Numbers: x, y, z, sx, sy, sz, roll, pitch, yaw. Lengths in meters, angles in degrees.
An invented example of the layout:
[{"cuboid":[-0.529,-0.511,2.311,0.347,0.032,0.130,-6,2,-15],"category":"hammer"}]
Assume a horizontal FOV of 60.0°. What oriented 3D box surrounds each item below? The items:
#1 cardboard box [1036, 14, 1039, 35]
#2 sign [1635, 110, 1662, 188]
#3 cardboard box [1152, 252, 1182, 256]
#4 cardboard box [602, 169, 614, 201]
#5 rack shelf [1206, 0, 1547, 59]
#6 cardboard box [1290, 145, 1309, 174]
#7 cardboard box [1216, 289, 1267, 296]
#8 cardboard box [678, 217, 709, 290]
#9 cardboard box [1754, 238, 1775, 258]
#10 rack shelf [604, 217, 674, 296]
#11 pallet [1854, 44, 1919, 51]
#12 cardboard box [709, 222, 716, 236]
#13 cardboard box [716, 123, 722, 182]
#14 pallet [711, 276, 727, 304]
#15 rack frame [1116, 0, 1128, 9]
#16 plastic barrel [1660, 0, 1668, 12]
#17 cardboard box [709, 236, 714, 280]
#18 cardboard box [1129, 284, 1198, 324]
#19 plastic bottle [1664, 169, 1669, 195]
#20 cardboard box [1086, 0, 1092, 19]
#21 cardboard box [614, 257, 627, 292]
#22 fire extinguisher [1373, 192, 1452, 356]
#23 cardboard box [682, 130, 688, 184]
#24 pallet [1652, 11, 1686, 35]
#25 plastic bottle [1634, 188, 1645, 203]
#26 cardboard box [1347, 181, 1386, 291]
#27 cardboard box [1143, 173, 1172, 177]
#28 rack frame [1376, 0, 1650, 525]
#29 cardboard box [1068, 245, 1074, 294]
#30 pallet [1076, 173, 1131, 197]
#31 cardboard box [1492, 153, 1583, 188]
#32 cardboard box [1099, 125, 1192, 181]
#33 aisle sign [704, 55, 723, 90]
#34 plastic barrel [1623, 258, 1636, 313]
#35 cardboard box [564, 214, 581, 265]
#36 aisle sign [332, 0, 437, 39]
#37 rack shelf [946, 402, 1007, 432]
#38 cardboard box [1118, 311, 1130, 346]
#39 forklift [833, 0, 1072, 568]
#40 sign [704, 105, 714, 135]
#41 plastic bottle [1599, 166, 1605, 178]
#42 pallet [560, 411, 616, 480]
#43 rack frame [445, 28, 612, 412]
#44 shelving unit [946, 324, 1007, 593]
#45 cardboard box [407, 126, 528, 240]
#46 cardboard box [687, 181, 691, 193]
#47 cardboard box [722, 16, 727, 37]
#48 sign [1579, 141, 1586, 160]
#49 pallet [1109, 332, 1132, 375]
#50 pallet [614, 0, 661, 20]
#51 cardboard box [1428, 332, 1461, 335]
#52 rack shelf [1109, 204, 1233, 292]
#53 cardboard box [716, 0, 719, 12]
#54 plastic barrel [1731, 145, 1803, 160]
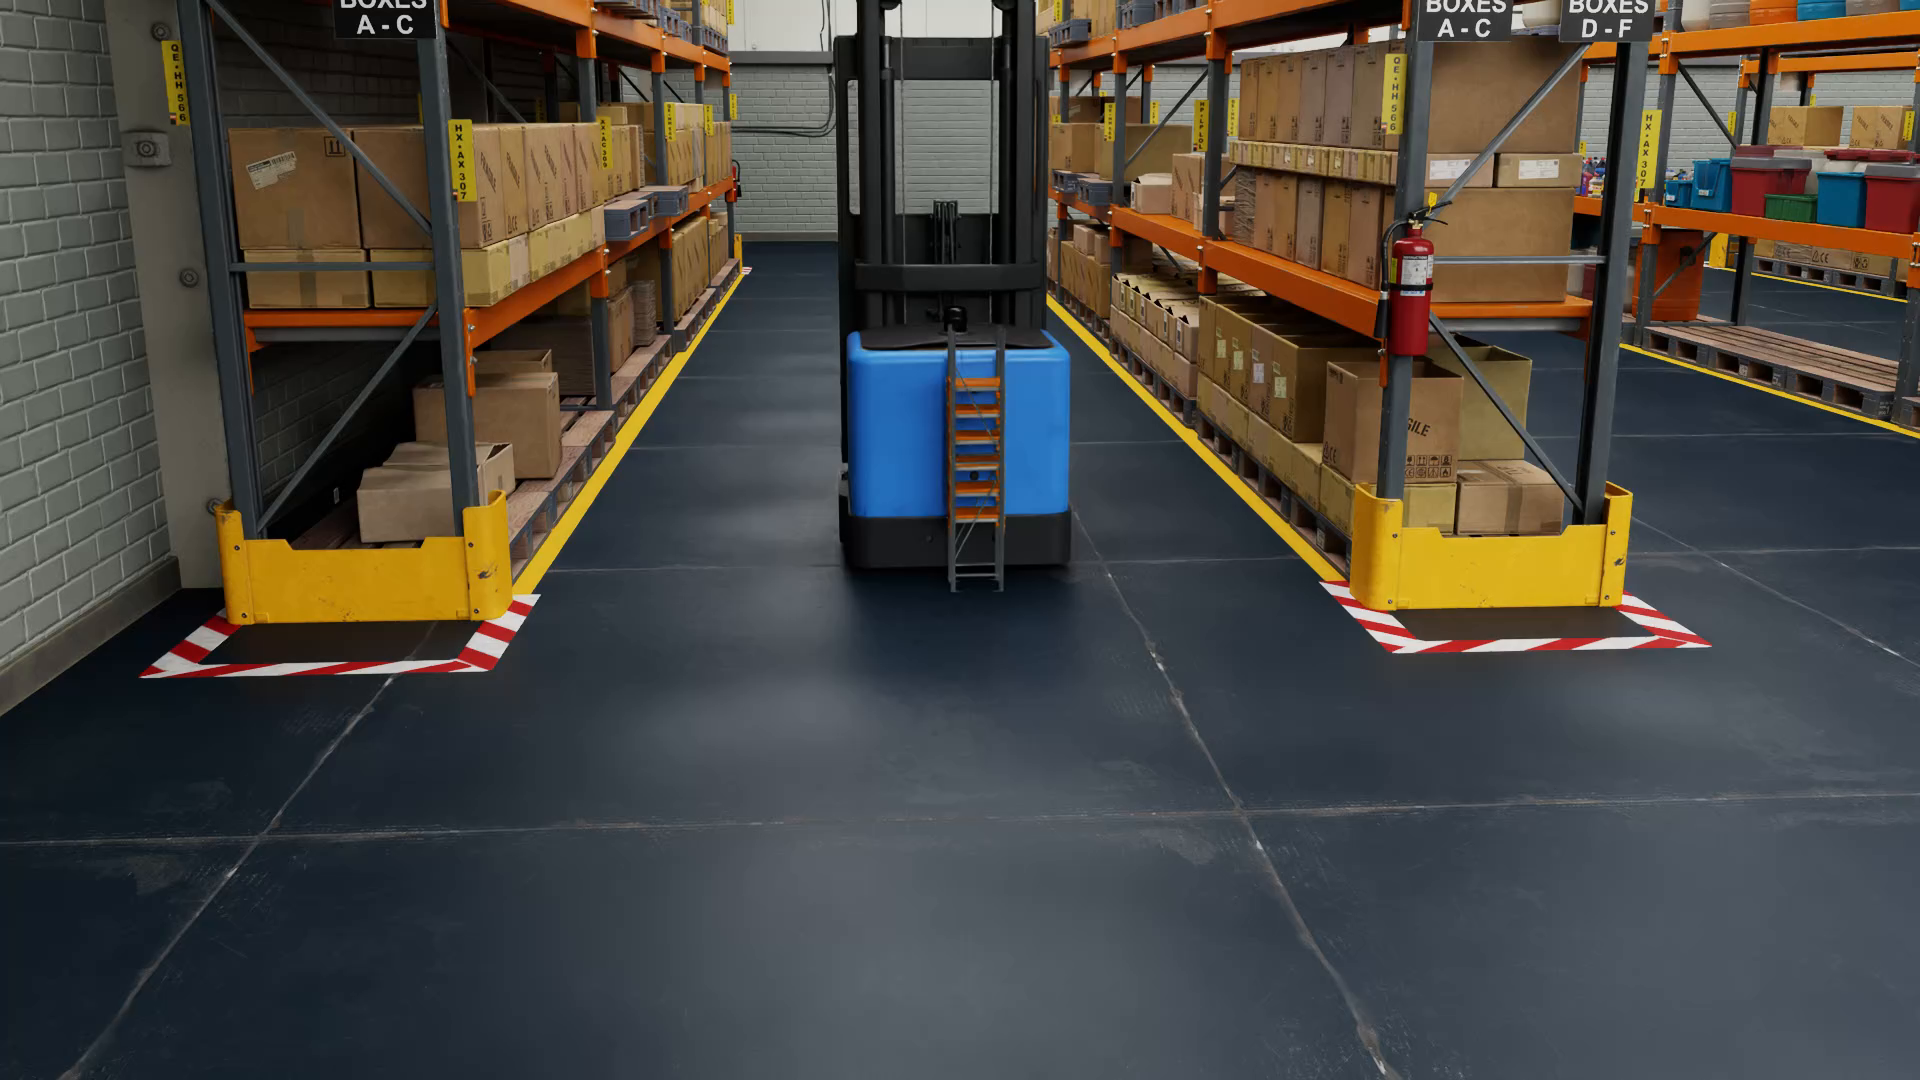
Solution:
[{"cuboid":[1.209,-6.420,20.738,0.500,0.250,0.500,-1,14,-3],"category":"cardboard box"},{"cuboid":[2.921,-1.664,7.078,0.100,0.325,0.005,-1,14,-3],"category":"sign"},{"cuboid":[2.027,-2.694,17.110,0.500,0.500,0.500,-1,14,-5],"category":"cardboard box"},{"cuboid":[-2.850,-2.645,11.701,0.700,0.500,0.500,1,14,2],"category":"cardboard box"},{"cuboid":[2.243,-2.801,8.818,1.077,0.370,4.000,-1,14,-3],"category":"rack shelf"},{"cuboid":[2.042,-2.102,9.173,0.380,0.149,0.250,-1,14,-4],"category":"cardboard box"},{"cuboid":[2.246,-1.827,13.156,0.500,0.311,0.500,0,14,-2],"category":"cardboard box"},{"cuboid":[-3.151,-3.109,18.062,0.750,0.750,0.750,-1,14,-3],"category":"cardboard box"},{"cuboid":[11.383,-4.347,22.823,0.875,0.875,0.875,-1,14,-3],"category":"cardboard box"},{"cuboid":[-2.949,-2.266,12.757,1.077,0.370,4.000,-1,14,-3],"category":"rack shelf"},{"cuboid":[11.471,-5.949,19.787,1.003,0.211,1.213,-1,14,-3],"category":"pallet"},{"cuboid":[-3.104,-3.689,19.716,0.380,0.149,0.250,0,14,-2],"category":"cardboard box"},{"cuboid":[-3.433,-4.749,20.363,0.980,0.700,0.700,-2,15,-6],"category":"cardboard box"},{"cuboid":[-3.290,-2.946,19.554,1.003,0.211,1.213,-1,14,-3],"category":"pallet"},{"cuboid":[1.871,-6.094,14.154,1.000,3.000,0.127,-1,14,-3],"category":"rack frame"},{"cuboid":[6.783,-5.270,15.264,0.600,0.830,0.708,-1,14,-3],"category":"plastic barrel"},{"cuboid":[-3.265,-3.287,19.455,0.700,0.500,0.500,-1,14,-3],"category":"cardboard box"},{"cuboid":[1.681,-1.940,13.597,0.500,0.311,0.500,-1,14,-5],"category":"cardboard box"},{"cuboid":[7.074,-3.574,16.656,0.097,0.271,0.097,0,14,0],"category":"plastic bottle"},{"cuboid":[1.645,-5.645,17.181,0.600,0.600,0.600,-1,14,-4],"category":"cardboard box"},{"cuboid":[-3.003,-2.156,13.516,0.500,0.250,0.500,-1,14,-2],"category":"cardboard box"},{"cuboid":[1.911,-1.125,7.036,0.296,0.674,0.183,-1,14,-3],"category":"fire extinguisher"},{"cuboid":[-2.900,-3.692,16.020,0.500,0.500,0.500,-1,14,-4],"category":"cardboard box"},{"cuboid":[6.865,-4.818,15.590,1.003,0.211,1.213,-1,14,-3],"category":"pallet"},{"cuboid":[6.364,-3.302,15.575,0.061,0.283,0.133,-1,14,-3],"category":"plastic bottle"},{"cuboid":[2.313,-1.495,8.115,0.700,0.500,0.500,-1,14,-2],"category":"cardboard box"},{"cuboid":[1.850,-3.055,14.558,0.500,0.311,0.500,0,14,0],"category":"cardboard box"},{"cuboid":[2.367,-1.199,7.169,1.000,3.000,0.127,-1,14,-3],"category":"rack frame"},{"cuboid":[1.454,-2.930,18.027,0.500,0.500,0.500,-1,14,-3],"category":"cardboard box"},{"cuboid":[1.746,-3.580,16.805,1.003,0.211,1.213,-1,14,-3],"category":"pallet"},{"cuboid":[2.557,-1.663,7.467,0.380,0.149,0.250,-1,14,-4],"category":"cardboard box"},{"cuboid":[1.720,-3.596,15.438,0.700,0.500,0.500,-6,16,-22],"category":"cardboard box"},{"cuboid":[-3.273,-6.383,22.097,0.394,0.787,0.004,-1,14,-3],"category":"aisle sign"},{"cuboid":[6.644,-2.524,16.465,0.421,0.512,0.421,0,14,0],"category":"plastic barrel"},{"cuboid":[-2.424,-1.692,9.343,0.500,0.250,0.500,-1,14,-4],"category":"cardboard box"},{"cuboid":[-2.273,-2.368,6.492,0.394,0.787,0.004,-1,14,-3],"category":"aisle sign"},{"cuboid":[0.072,-0.554,7.488,0.258,0.103,0.180,-1,14,-4],"category":"rack shelf"},{"cuboid":[1.643,-1.801,14.182,0.500,0.250,0.500,-1,14,-5],"category":"cardboard box"},{"cuboid":[-0.111,-1.603,8.876,1.130,2.935,3.031,-1,14,-4],"category":"forklift"},{"cuboid":[-2.780,-4.640,18.374,0.100,0.325,0.005,-1,14,-3],"category":"sign"},{"cuboid":[6.853,-3.848,17.720,0.097,0.271,0.097,0,14,0],"category":"plastic bottle"},{"cuboid":[-2.748,-0.600,10.434,1.003,0.211,1.213,-1,14,-3],"category":"pallet"},{"cuboid":[-2.825,-2.117,10.734,1.000,3.000,0.127,-1,14,-3],"category":"rack frame"},{"cuboid":[0.072,-0.365,7.537,0.258,1.200,0.189,-1,14,-4],"category":"shelving unit"},{"cuboid":[-2.327,-1.669,7.748,0.500,0.500,0.500,-1,14,-3],"category":"cardboard box"},{"cuboid":[-2.983,-3.661,17.198,0.380,0.149,0.250,-1,14,-3],"category":"cardboard box"},{"cuboid":[-3.258,-6.555,21.221,0.500,0.250,0.500,0,14,-2],"category":"cardboard box"},{"cuboid":[7.117,-4.401,19.058,0.100,0.325,0.005,-1,14,-3],"category":"sign"},{"cuboid":[1.883,-1.633,14.451,1.003,0.211,1.213,-1,14,-3],"category":"pallet"},{"cuboid":[-2.824,-3.892,11.989,1.213,0.211,1.003,-1,14,-3],"category":"pallet"},{"cuboid":[2.465,-0.944,9.347,0.500,0.500,0.500,-1,14,-3],"category":"cardboard box"},{"cuboid":[1.995,-2.343,13.058,1.077,0.370,4.000,-1,14,-3],"category":"rack shelf"},{"cuboid":[-3.190,-6.664,20.141,0.500,0.500,0.500,-2,15,-6],"category":"cardboard box"},{"cuboid":[7.146,-3.220,14.748,0.600,0.536,0.708,-1,14,-3],"category":"plastic barrel"}]
